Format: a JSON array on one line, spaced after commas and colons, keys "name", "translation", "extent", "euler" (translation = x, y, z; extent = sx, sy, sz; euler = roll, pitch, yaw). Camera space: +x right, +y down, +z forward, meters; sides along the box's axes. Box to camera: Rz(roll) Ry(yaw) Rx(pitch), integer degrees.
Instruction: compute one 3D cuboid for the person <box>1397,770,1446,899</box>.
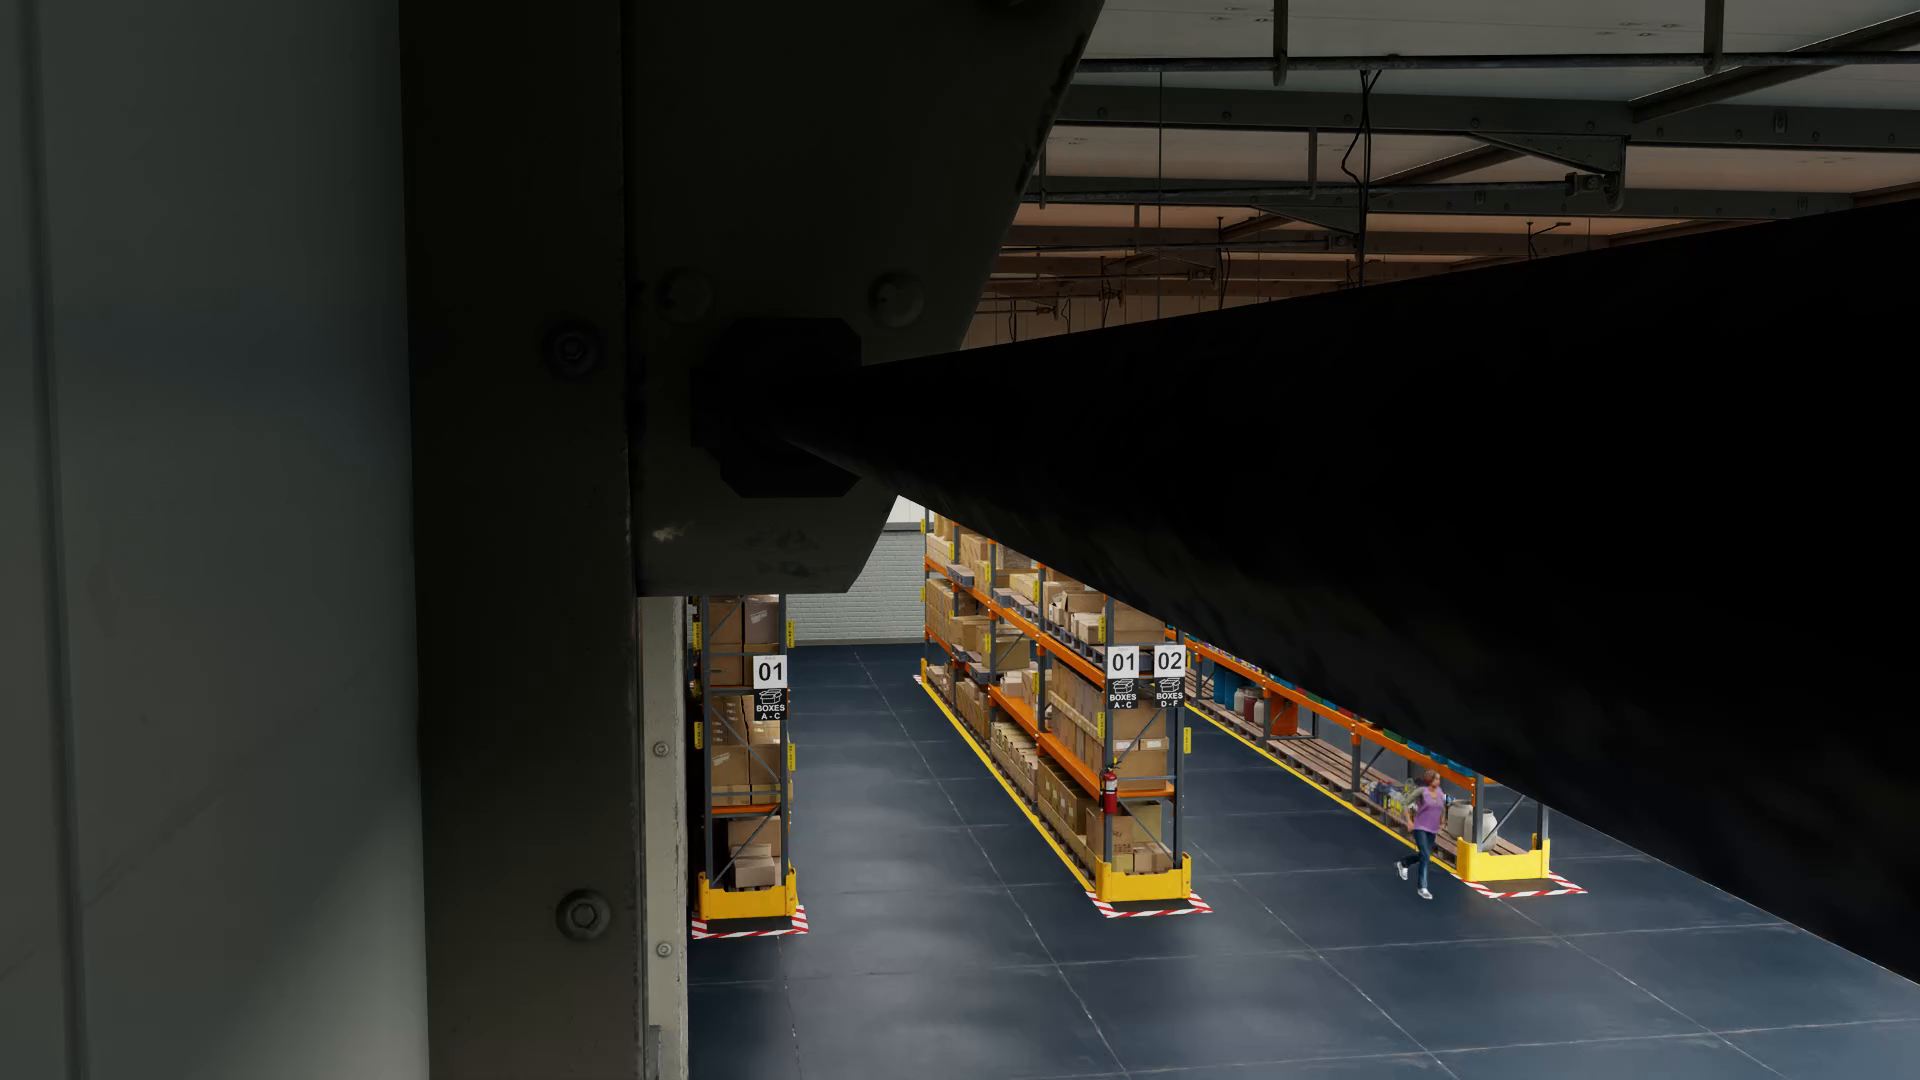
[{"name": "person", "translation": [5.901, 3.682, 21.141], "extent": [0.583, 1.558, 0.835], "euler": [-2, 5, -21]}]
